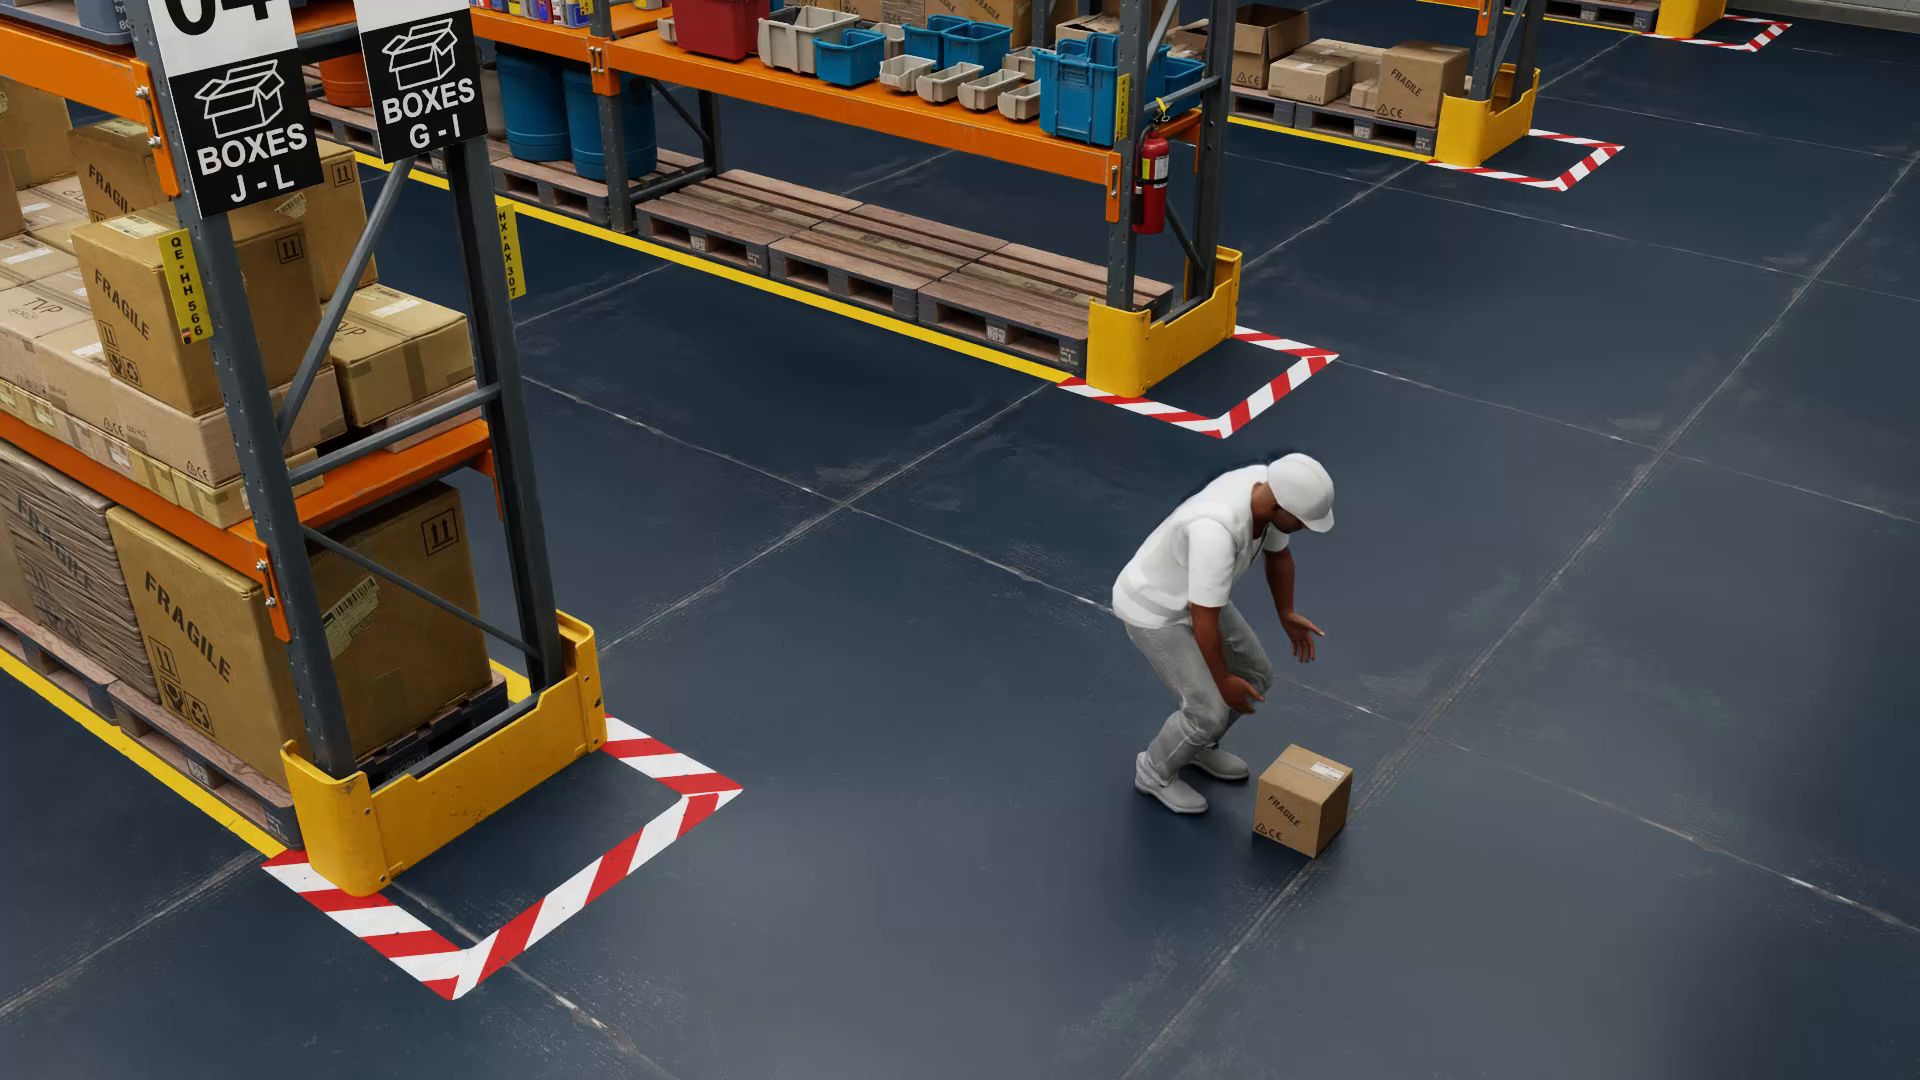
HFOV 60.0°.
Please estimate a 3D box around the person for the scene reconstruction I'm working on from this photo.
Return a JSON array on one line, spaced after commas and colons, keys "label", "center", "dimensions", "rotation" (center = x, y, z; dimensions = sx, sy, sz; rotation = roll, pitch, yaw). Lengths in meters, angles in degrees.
[{"label": "person", "center": [0.928, 0.279, 5.938], "dimensions": [0.728, 1.461, 0.630], "rotation": [21, 37, 32]}]
